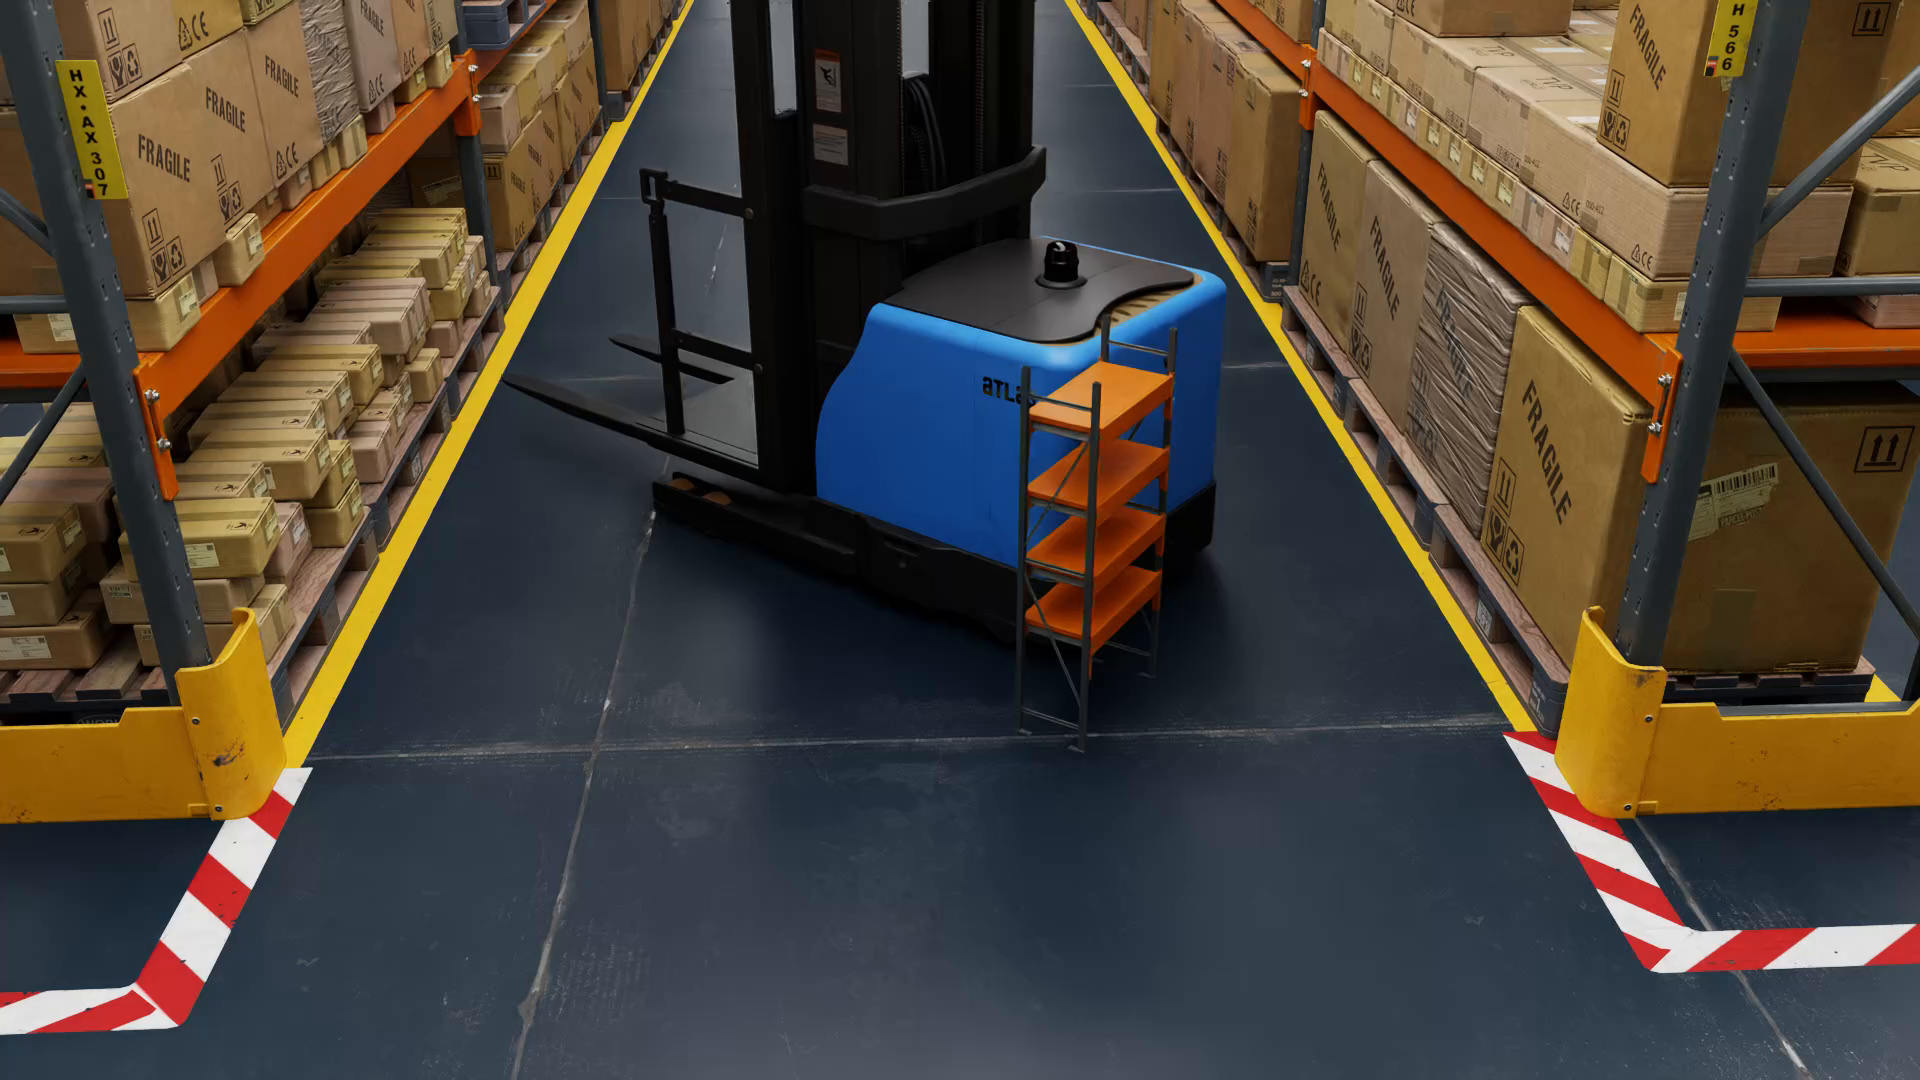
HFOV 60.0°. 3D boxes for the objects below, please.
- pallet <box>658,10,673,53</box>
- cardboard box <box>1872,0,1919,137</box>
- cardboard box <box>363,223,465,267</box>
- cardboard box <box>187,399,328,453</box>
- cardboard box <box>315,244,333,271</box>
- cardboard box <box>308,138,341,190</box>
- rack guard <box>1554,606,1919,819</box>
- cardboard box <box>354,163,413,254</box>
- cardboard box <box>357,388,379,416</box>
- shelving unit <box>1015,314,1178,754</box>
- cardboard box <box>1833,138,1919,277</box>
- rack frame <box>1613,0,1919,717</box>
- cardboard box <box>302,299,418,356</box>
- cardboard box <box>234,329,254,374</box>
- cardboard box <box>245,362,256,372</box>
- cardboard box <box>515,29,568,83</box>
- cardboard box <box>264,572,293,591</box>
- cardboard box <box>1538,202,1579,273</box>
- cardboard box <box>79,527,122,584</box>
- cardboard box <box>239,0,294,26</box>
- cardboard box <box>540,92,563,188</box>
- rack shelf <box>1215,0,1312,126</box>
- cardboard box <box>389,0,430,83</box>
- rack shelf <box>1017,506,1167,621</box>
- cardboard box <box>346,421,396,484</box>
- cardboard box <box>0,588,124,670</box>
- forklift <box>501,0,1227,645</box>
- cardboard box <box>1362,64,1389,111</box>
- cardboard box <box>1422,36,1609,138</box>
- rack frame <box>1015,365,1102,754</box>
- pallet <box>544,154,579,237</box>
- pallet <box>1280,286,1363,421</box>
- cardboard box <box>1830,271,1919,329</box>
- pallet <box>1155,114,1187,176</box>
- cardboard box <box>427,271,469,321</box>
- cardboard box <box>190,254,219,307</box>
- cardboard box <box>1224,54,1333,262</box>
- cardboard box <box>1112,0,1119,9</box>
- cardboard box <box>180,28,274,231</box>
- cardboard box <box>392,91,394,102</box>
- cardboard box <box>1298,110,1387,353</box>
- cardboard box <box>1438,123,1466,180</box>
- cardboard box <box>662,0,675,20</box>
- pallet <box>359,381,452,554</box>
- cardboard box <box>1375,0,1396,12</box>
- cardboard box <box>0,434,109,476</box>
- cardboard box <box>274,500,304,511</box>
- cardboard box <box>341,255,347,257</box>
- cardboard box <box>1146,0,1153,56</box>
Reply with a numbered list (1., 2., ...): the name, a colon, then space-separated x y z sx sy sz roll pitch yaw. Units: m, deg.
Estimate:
1. pallet: -3.101 -4.518 14.683 1.003 0.211 1.213 -1 28 -3
2. cardboard box: 2.587 -1.497 4.906 0.500 0.500 0.500 -2 28 -4
3. cardboard box: -2.467 -1.325 7.532 0.380 0.149 0.250 -1 28 -2
4. cardboard box: -2.393 -0.359 5.680 0.380 0.149 0.250 -3 28 -5
5. cardboard box: -2.970 -1.192 7.276 0.380 0.149 0.250 -2 28 -3
6. cardboard box: -2.412 -1.332 5.832 0.380 0.149 0.250 0 28 -1
7. rack guard: 2.370 0.480 4.790 1.175 0.500 0.348 -1 28 -3
8. cardboard box: -3.089 -1.828 8.759 0.500 0.500 0.500 -2 28 -4
9. cardboard box: -2.493 -0.598 6.460 0.380 0.149 0.250 0 28 0
10. shelving unit: 0.402 -0.014 4.979 0.258 1.200 0.503 16 31 28
11. cardboard box: 2.613 -0.933 4.636 0.500 0.250 0.500 -2 28 -4
12. rack frame: 2.369 -0.640 4.233 1.000 3.000 0.127 -1 28 -3
13. cardboard box: -2.379 -0.841 6.605 0.380 0.149 0.250 -2 28 -4
14. cardboard box: -2.932 -0.713 6.360 0.380 0.149 0.250 -1 28 -2
15. cardboard box: -2.996 -0.696 6.648 0.380 0.149 0.250 -2 28 -3
16. cardboard box: -2.662 -2.894 9.993 0.500 0.250 0.500 -1 28 -1
17. cardboard box: -2.393 0.143 5.362 0.380 0.149 0.250 -1 28 -3
18. cardboard box: 1.994 -0.921 5.045 0.380 0.149 0.250 -1 28 -3
19. cardboard box: -2.862 0.020 5.274 0.380 0.149 0.250 -2 28 -4
20. cardboard box: -2.386 -1.874 5.088 0.500 0.500 0.500 -2 28 -4
21. cardboard box: -2.643 -2.325 9.714 0.500 0.500 0.500 -1 28 -2
22. rack shelf: 2.055 -3.092 9.712 1.077 0.370 4.000 -1 28 -3
23. cardboard box: -2.465 -2.134 6.668 0.500 0.500 0.500 -2 28 -4
24. rack shelf: 0.402 0.046 5.010 0.258 0.148 0.480 16 31 28
25. cardboard box: -2.351 -0.325 6.259 0.380 0.149 0.250 -3 28 -5
26. cardboard box: -2.826 0.273 5.111 0.380 0.149 0.250 -1 28 -2
27. forklift: -0.554 -1.489 5.935 3.031 2.935 1.130 19 33 33
28. cardboard box: 1.886 -1.867 6.857 0.380 0.149 0.250 -2 28 -4
29. cardboard box: 1.994 -1.632 5.977 0.500 0.250 0.500 -1 28 -3
30. rack frame: 0.275 0.082 4.795 0.240 1.200 0.015 16 31 28
31. pallet: -2.908 -2.102 10.052 1.003 0.211 1.213 -1 28 -3
32. pallet: 2.121 -0.898 7.743 1.003 0.211 1.213 -1 28 -3
33. cardboard box: 2.680 -0.700 4.621 0.380 0.149 0.250 -1 28 -2
34. pallet: 1.917 -2.732 11.260 1.003 0.211 1.213 -1 28 -3
35. cardboard box: -2.407 -1.082 7.388 0.380 0.149 0.250 -2 28 -4
36. cardboard box: -2.334 -0.729 4.676 0.380 0.149 0.250 0 28 -1
37. cardboard box: 2.106 -2.026 8.735 1.225 0.875 0.875 -1 28 -2
38. cardboard box: 1.753 -4.984 14.790 0.700 0.500 0.500 -3 28 -7
39. cardboard box: -2.391 -1.203 4.884 0.500 0.500 0.500 -1 28 -3
40. cardboard box: -2.529 -1.814 6.757 0.380 0.149 0.250 -2 28 -4
41. cardboard box: 2.114 -1.424 7.581 0.875 0.875 0.875 -1 28 -3
42. cardboard box: 1.942 -1.391 5.945 0.380 0.149 0.250 -1 28 -2
43. cardboard box: -3.094 -5.013 14.596 1.050 0.750 0.750 -2 28 -3
44. pallet: -2.662 -0.303 6.604 1.003 0.211 1.213 -1 28 -3
45. cardboard box: 1.947 -2.430 6.695 0.500 0.500 0.500 -1 28 -3
46. cardboard box: -2.967 -0.225 5.423 0.380 0.149 0.250 -2 28 -4
47. cardboard box: -2.420 -0.108 5.520 0.380 0.149 0.250 -1 28 -2
48. cardboard box: -3.099 -1.293 7.792 0.380 0.149 0.250 0 28 0
49. cardboard box: 1.854 -3.986 12.876 0.700 0.500 0.500 -4 28 -7
